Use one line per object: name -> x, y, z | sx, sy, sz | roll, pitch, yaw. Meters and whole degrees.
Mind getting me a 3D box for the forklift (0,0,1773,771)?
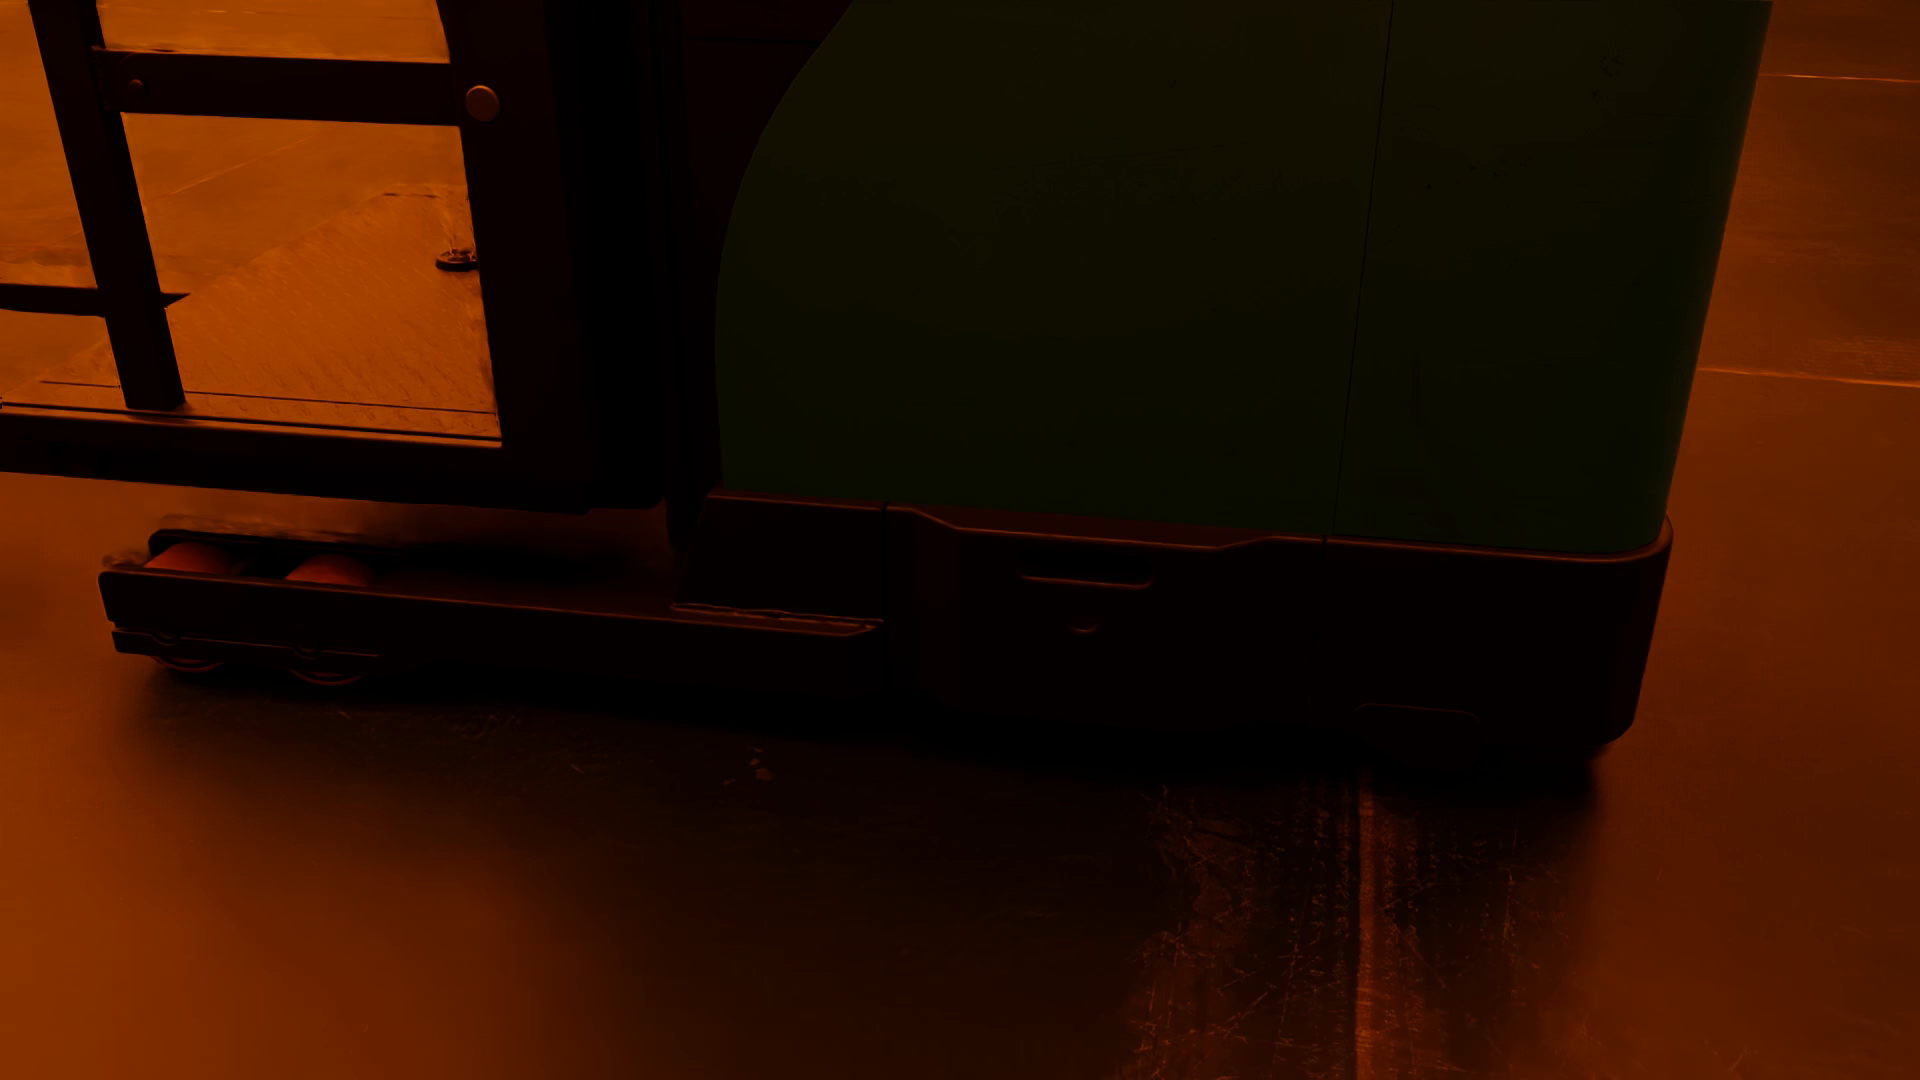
forklift -> -0.633, -1.350, 1.922 | 3.031, 2.935, 1.130 | 4, 27, 9
